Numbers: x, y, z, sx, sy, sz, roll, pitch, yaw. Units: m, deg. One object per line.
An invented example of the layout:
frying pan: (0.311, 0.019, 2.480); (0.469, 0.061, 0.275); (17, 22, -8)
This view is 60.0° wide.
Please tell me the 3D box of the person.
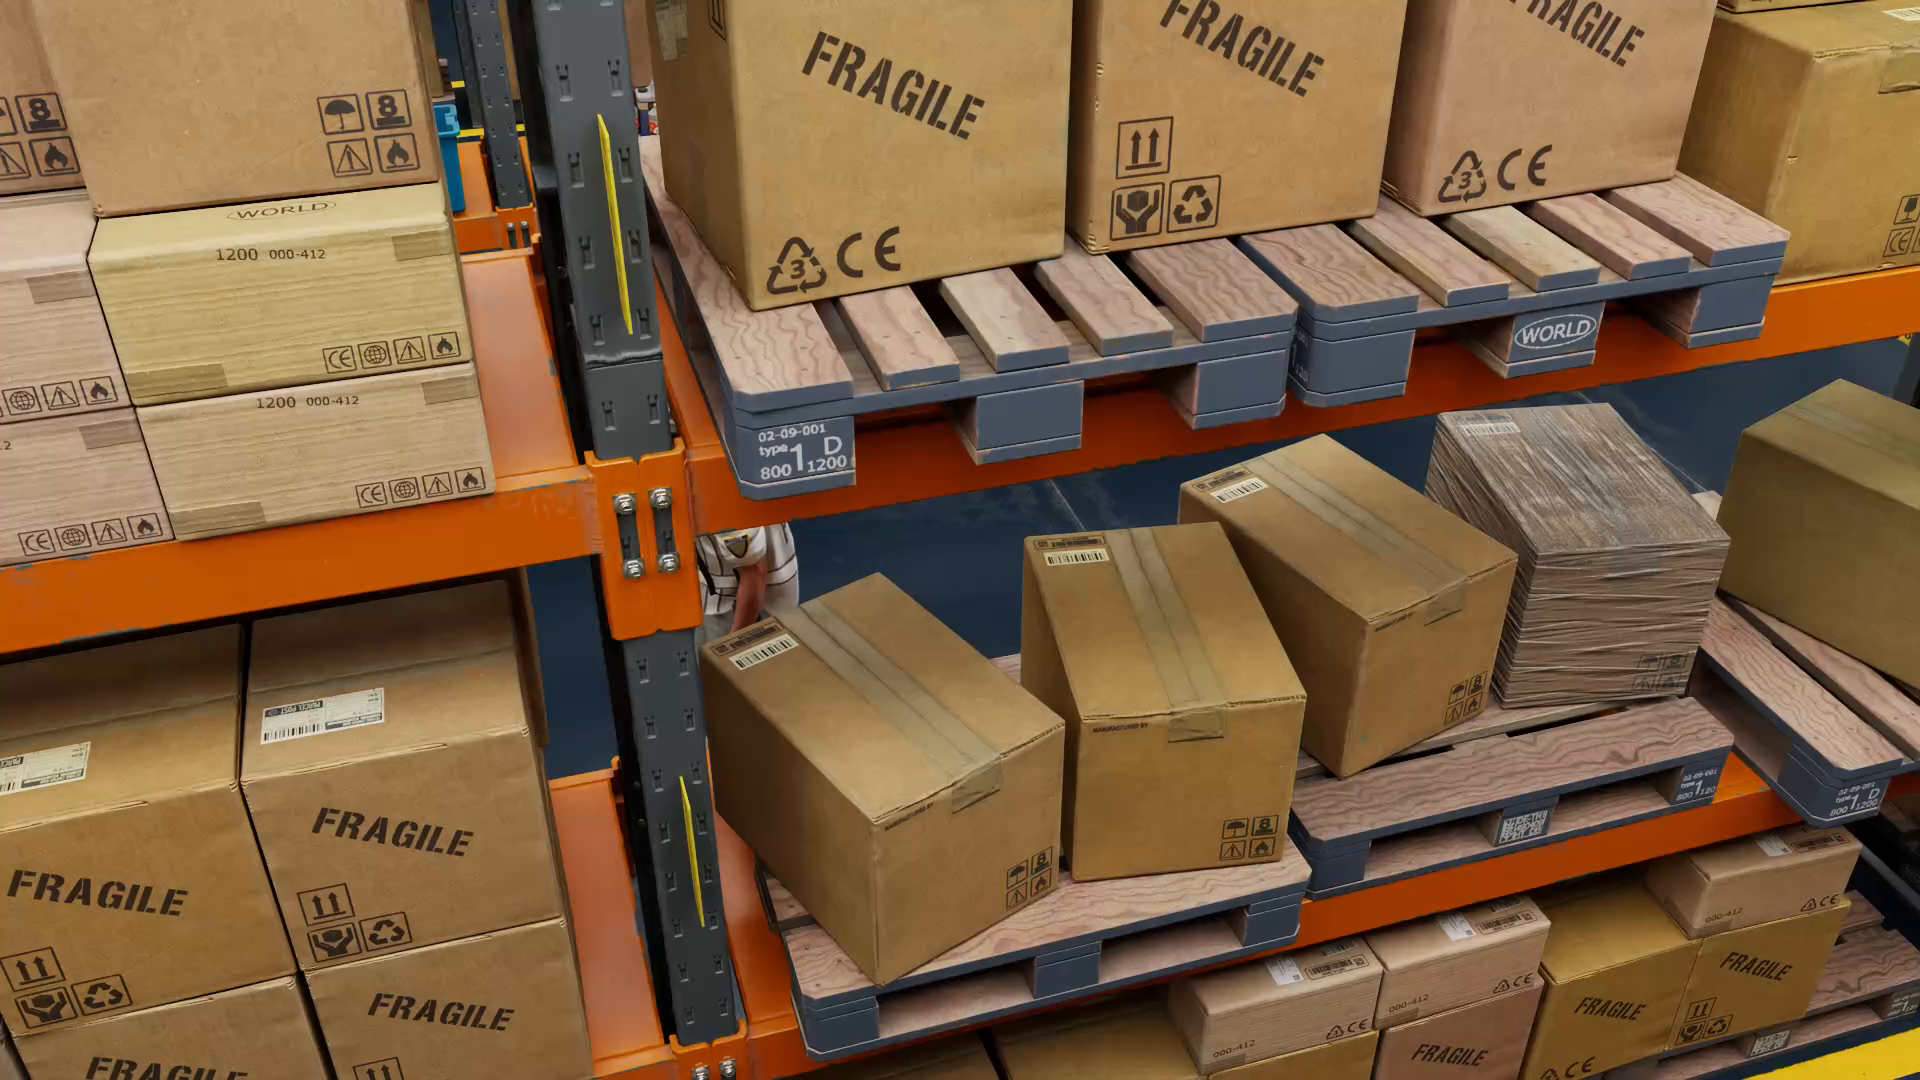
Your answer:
person: (-0.792, 0.205, 5.827); (0.439, 1.748, 0.586); (-10, 35, -14)
